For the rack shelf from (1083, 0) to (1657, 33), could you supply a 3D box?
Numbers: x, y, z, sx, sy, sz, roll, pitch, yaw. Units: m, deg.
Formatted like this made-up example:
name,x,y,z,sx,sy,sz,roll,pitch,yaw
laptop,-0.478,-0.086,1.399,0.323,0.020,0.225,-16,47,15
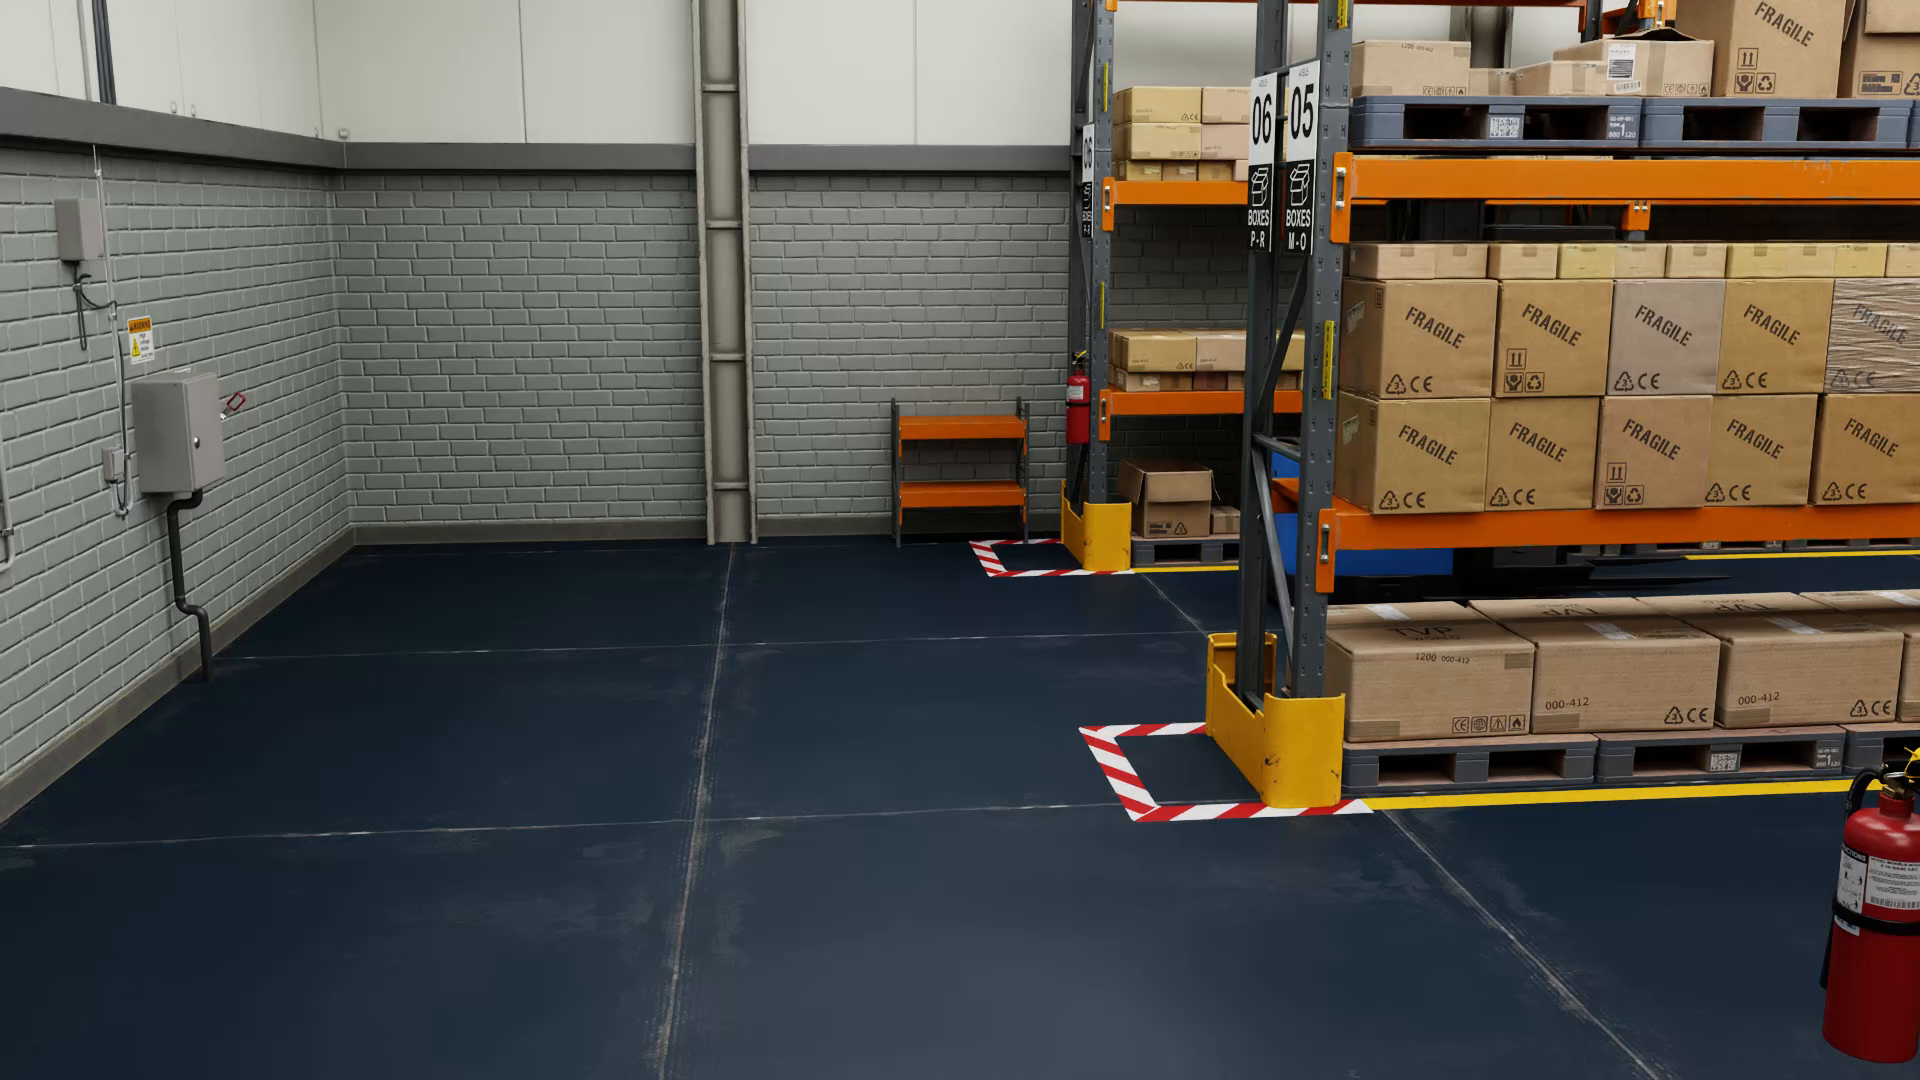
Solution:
name,x,y,z,sx,sy,sz,roll,pitch,yaw
rack shelf,2.941,-3.983,12.175,4.000,0.370,1.077,-1,11,-6

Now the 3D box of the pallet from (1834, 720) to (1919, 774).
name,x,y,z,sx,sy,sz,roll,pitch,yaw
pallet,4.705,0.885,8.319,1.213,0.211,1.003,-1,11,-6

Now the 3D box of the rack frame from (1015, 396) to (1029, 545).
name,x,y,z,sx,sy,sz,roll,pitch,yaw
rack frame,0.499,-0.562,13.313,0.032,1.125,0.500,-1,11,-6

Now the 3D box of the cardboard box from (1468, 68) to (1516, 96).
name,x,y,z,sx,sy,sz,roll,pitch,yaw
cardboard box,2.339,-2.055,7.573,0.250,0.149,0.380,-2,11,-10

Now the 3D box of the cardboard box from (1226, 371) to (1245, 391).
name,x,y,z,sx,sy,sz,roll,pitch,yaw
cardboard box,2.073,-1.203,12.365,0.250,0.149,0.380,-1,11,-4

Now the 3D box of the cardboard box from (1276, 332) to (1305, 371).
name,x,y,z,sx,sy,sz,roll,pitch,yaw
cardboard box,2.438,-1.405,12.354,0.500,0.250,0.500,-1,11,-7

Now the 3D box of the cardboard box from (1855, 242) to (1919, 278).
name,x,y,z,sx,sy,sz,roll,pitch,yaw
cardboard box,4.180,-1.266,7.498,0.250,0.149,0.380,-1,11,-7

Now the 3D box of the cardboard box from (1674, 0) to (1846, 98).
name,x,y,z,sx,sy,sz,roll,pitch,yaw
cardboard box,3.513,-2.190,7.349,0.500,0.500,0.500,-1,11,-5

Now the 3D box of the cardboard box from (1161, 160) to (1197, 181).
name,x,y,z,sx,sy,sz,roll,pitch,yaw
cardboard box,1.553,-2.674,12.068,0.250,0.149,0.380,-1,11,-5

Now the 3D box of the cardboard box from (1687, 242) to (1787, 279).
name,x,y,z,sx,sy,sz,roll,pitch,yaw
cardboard box,3.422,-1.237,7.353,0.250,0.149,0.380,-1,11,-7

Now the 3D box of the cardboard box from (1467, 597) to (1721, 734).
name,x,y,z,sx,sy,sz,roll,pitch,yaw
cardboard box,3.047,0.597,8.110,0.875,0.438,0.875,-1,11,-5

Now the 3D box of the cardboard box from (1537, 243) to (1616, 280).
name,x,y,z,sx,sy,sz,roll,pitch,yaw
cardboard box,2.659,-1.225,7.288,0.250,0.149,0.380,-2,11,-8

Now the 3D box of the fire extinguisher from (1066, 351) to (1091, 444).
name,x,y,z,sx,sy,sz,roll,pitch,yaw
fire extinguisher,0.857,-1.040,12.049,0.183,0.674,0.296,-1,11,-6

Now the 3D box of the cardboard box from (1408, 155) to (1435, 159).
name,x,y,z,sx,sy,sz,roll,pitch,yaw
cardboard box,3.451,-2.901,12.189,0.500,0.250,0.500,-1,11,-5

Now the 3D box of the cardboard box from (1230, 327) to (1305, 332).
name,x,y,z,sx,sy,sz,roll,pitch,yaw
cardboard box,2.387,-1.505,12.867,0.500,0.250,0.500,-1,11,-4

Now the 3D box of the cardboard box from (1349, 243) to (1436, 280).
name,x,y,z,sx,sy,sz,roll,pitch,yaw
cardboard box,1.876,-1.213,7.230,0.250,0.149,0.380,-1,11,-5

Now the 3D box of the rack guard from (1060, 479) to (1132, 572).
name,x,y,z,sx,sy,sz,roll,pitch,yaw
rack guard,1.029,-0.128,12.722,0.348,0.500,1.175,-1,11,-6

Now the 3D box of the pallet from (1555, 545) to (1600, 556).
name,x,y,z,sx,sy,sz,roll,pitch,yaw
pallet,4.247,-0.053,13.093,1.213,0.211,1.003,-1,11,-6

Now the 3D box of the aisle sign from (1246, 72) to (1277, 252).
name,x,y,z,sx,sy,sz,roll,pitch,yaw
aisle sign,1.388,-1.734,7.675,0.004,0.787,0.394,-1,11,-6

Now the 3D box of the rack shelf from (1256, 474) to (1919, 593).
name,x,y,z,sx,sy,sz,roll,pitch,yaw
rack shelf,3.481,-0.089,7.912,4.000,0.370,1.077,-1,11,-6

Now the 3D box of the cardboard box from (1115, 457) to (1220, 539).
name,x,y,z,sx,sy,sz,roll,pitch,yaw
cardboard box,1.571,-0.328,12.645,0.637,0.503,0.797,-2,11,-8

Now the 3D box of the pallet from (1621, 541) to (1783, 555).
name,x,y,z,sx,sy,sz,roll,pitch,yaw
pallet,5.734,-0.092,13.288,1.213,0.211,1.003,-1,11,-6

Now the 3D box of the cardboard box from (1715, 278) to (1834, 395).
name,x,y,z,sx,sy,sz,roll,pitch,yaw
cardboard box,3.521,-0.931,7.475,0.500,0.500,0.500,-1,11,-6

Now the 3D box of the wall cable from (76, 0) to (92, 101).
name,x,y,z,sx,sy,sz,roll,pitch,yaw
wall cable,-4.210,-3.316,6.909,0.029,3.000,2.355,-1,11,-6

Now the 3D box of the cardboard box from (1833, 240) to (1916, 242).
name,x,y,z,sx,sy,sz,roll,pitch,yaw
cardboard box,4.371,-1.370,8.028,0.250,0.149,0.380,-1,11,-6

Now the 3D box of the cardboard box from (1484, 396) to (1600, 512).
name,x,y,z,sx,sy,sz,roll,pitch,yaw
cardboard box,2.501,-0.421,7.473,0.500,0.500,0.500,-1,11,-7

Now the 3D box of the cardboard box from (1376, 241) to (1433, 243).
name,x,y,z,sx,sy,sz,roll,pitch,yaw
cardboard box,2.078,-1.315,7.746,0.250,0.149,0.380,-1,11,-5

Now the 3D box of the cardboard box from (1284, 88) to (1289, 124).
name,x,y,z,sx,sy,sz,roll,pitch,yaw
cardboard box,2.427,-3.123,12.025,0.500,0.250,0.500,-1,11,-7

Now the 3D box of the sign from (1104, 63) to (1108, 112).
name,x,y,z,sx,sy,sz,roll,pitch,yaw
sign,1.012,-3.149,11.569,0.005,0.325,0.100,-1,11,-6

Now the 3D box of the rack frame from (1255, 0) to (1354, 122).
name,x,y,z,sx,sy,sz,roll,pitch,yaw
rack frame,1.493,-3.344,7.052,0.127,3.000,1.000,-1,11,-6

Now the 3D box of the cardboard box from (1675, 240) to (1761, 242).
name,x,y,z,sx,sy,sz,roll,pitch,yaw
cardboard box,3.612,-1.357,7.963,0.250,0.149,0.380,-1,11,-6

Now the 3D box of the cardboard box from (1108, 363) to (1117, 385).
name,x,y,z,sx,sy,sz,roll,pitch,yaw
cardboard box,1.254,-1.288,12.794,0.250,0.149,0.380,-1,11,-7

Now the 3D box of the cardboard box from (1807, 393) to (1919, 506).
name,x,y,z,sx,sy,sz,roll,pitch,yaw
cardboard box,4.027,-0.449,7.619,0.500,0.500,0.500,-1,11,-7

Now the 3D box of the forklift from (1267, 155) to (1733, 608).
name,x,y,z,sx,sy,sz,roll,pitch,yaw
forklift,3.570,-1.020,10.956,3.031,2.935,1.130,-1,11,-4

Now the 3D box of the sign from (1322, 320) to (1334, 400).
name,x,y,z,sx,sy,sz,roll,pitch,yaw
sign,1.547,-0.758,6.998,0.005,0.325,0.100,-1,11,-6

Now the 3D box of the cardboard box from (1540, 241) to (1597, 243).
name,x,y,z,sx,sy,sz,roll,pitch,yaw
cardboard box,2.848,-1.325,7.800,0.250,0.149,0.380,-1,11,-7

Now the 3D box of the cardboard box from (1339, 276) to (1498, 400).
name,x,y,z,sx,sy,sz,roll,pitch,yaw
cardboard box,2.001,-0.896,7.298,0.500,0.500,0.500,-1,11,-7

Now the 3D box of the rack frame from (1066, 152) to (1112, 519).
name,x,y,z,sx,sy,sz,roll,pitch,yaw
rack frame,0.953,-1.353,12.472,0.127,3.000,1.000,-1,11,-6

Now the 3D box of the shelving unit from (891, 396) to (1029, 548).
name,x,y,z,sx,sy,sz,roll,pitch,yaw
shelving unit,-0.006,-0.552,13.258,1.048,1.125,0.538,-1,11,-6

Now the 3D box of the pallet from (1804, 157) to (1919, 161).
name,x,y,z,sx,sy,sz,roll,pitch,yaw
pallet,6.616,-2.838,12.739,1.003,0.211,1.213,-1,11,-6

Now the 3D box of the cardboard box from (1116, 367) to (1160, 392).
name,x,y,z,sx,sy,sz,roll,pitch,yaw
cardboard box,1.310,-1.184,12.264,0.250,0.149,0.380,-1,11,-7

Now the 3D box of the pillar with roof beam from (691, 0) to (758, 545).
name,x,y,z,sx,sy,sz,roll,pitch,yaw
pillar with roof beam,-1.360,-3.587,8.288,0.400,9.000,9.100,-1,11,-6

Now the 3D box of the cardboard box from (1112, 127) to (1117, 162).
name,x,y,z,sx,sy,sz,roll,pitch,yaw
cardboard box,1.366,-2.958,12.481,0.500,0.250,0.500,-1,11,-7

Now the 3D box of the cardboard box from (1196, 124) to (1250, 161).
name,x,y,z,sx,sy,sz,roll,pitch,yaw
cardboard box,1.927,-2.868,12.023,0.500,0.250,0.500,-1,11,-5
